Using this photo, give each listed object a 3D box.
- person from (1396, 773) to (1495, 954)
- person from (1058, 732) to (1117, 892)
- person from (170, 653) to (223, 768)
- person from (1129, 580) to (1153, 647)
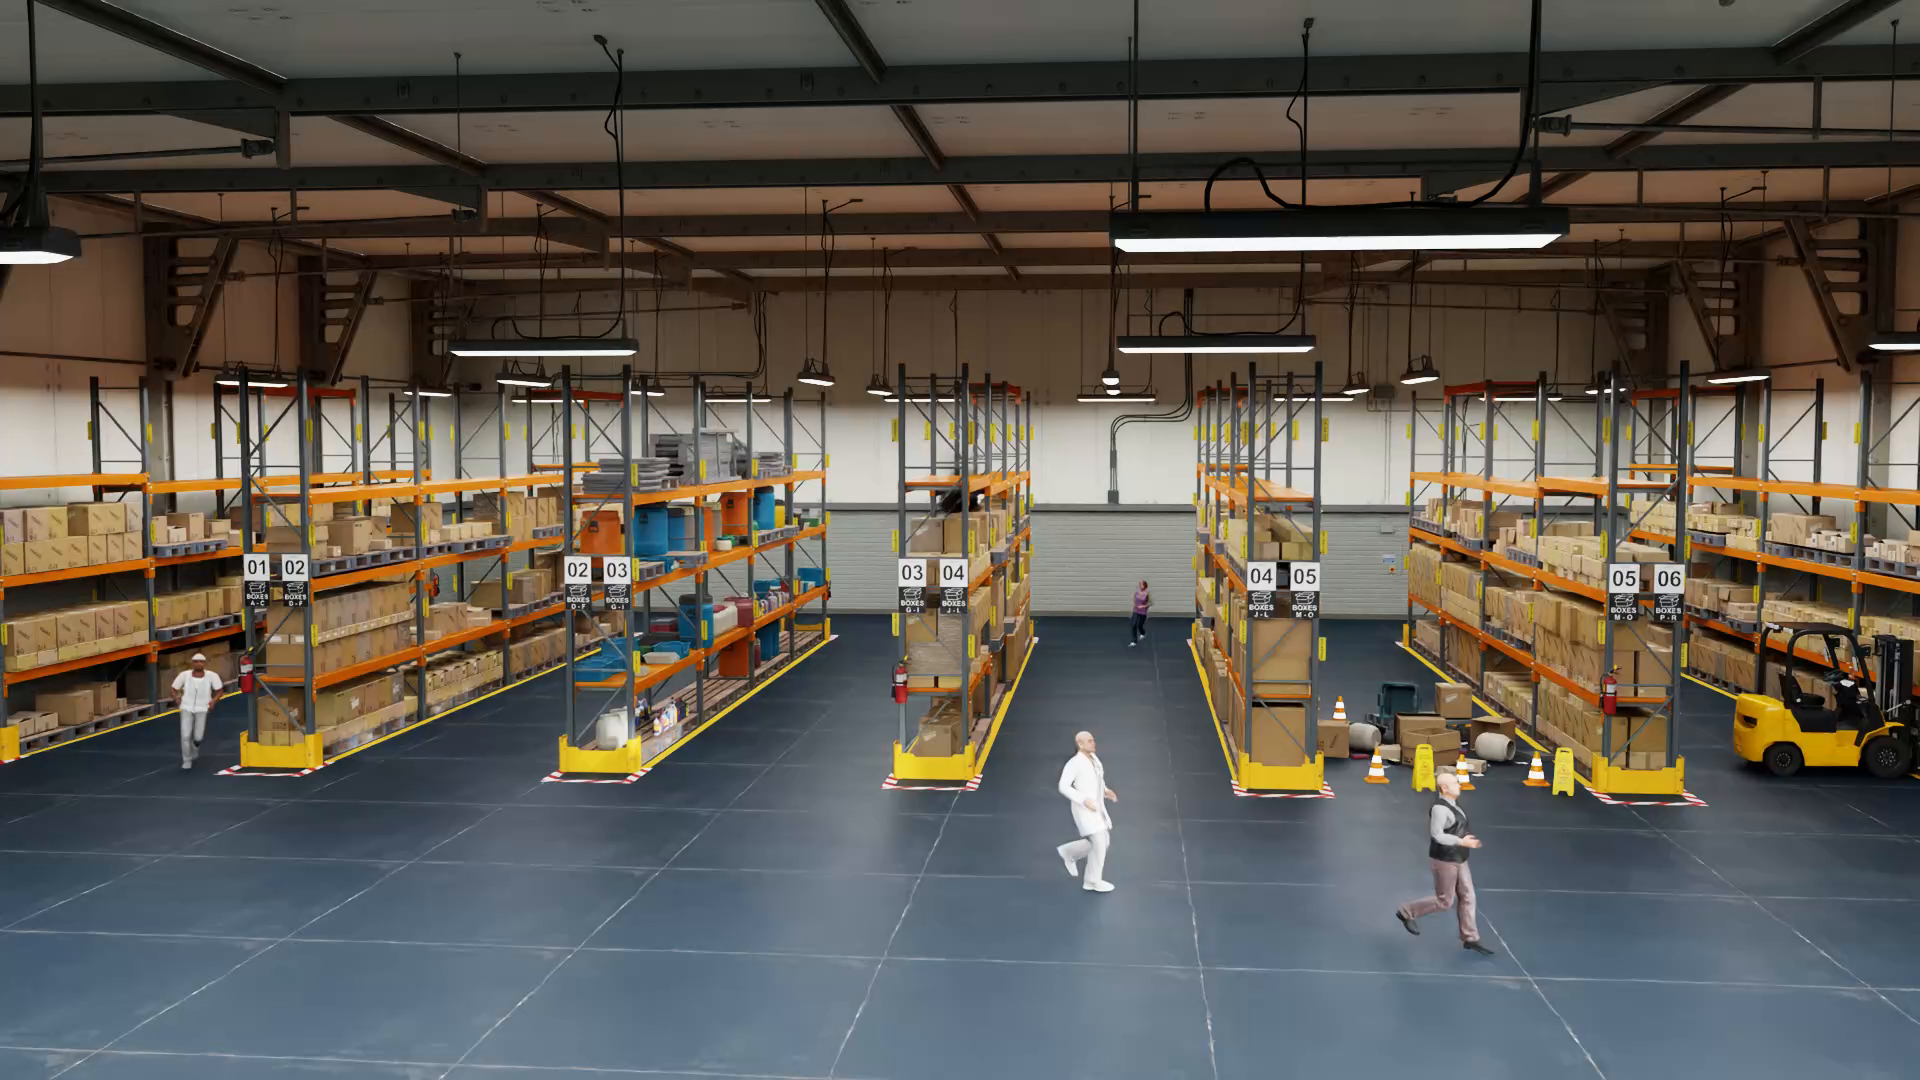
[{"bbox_3d":[4.708,3.107,16.081,0.935,1.718,0.661,2,4,33],"label":"person"},{"bbox_3d":[1.364,2.963,18.260,0.753,1.729,0.712,2,4,34],"label":"person"},{"bbox_3d":[-11.484,2.550,25.022,0.727,1.709,0.630,-1,4,-19],"label":"person"},{"bbox_3d":[4.304,1.730,39.221,0.581,1.576,0.723,2,4,32],"label":"person"}]
